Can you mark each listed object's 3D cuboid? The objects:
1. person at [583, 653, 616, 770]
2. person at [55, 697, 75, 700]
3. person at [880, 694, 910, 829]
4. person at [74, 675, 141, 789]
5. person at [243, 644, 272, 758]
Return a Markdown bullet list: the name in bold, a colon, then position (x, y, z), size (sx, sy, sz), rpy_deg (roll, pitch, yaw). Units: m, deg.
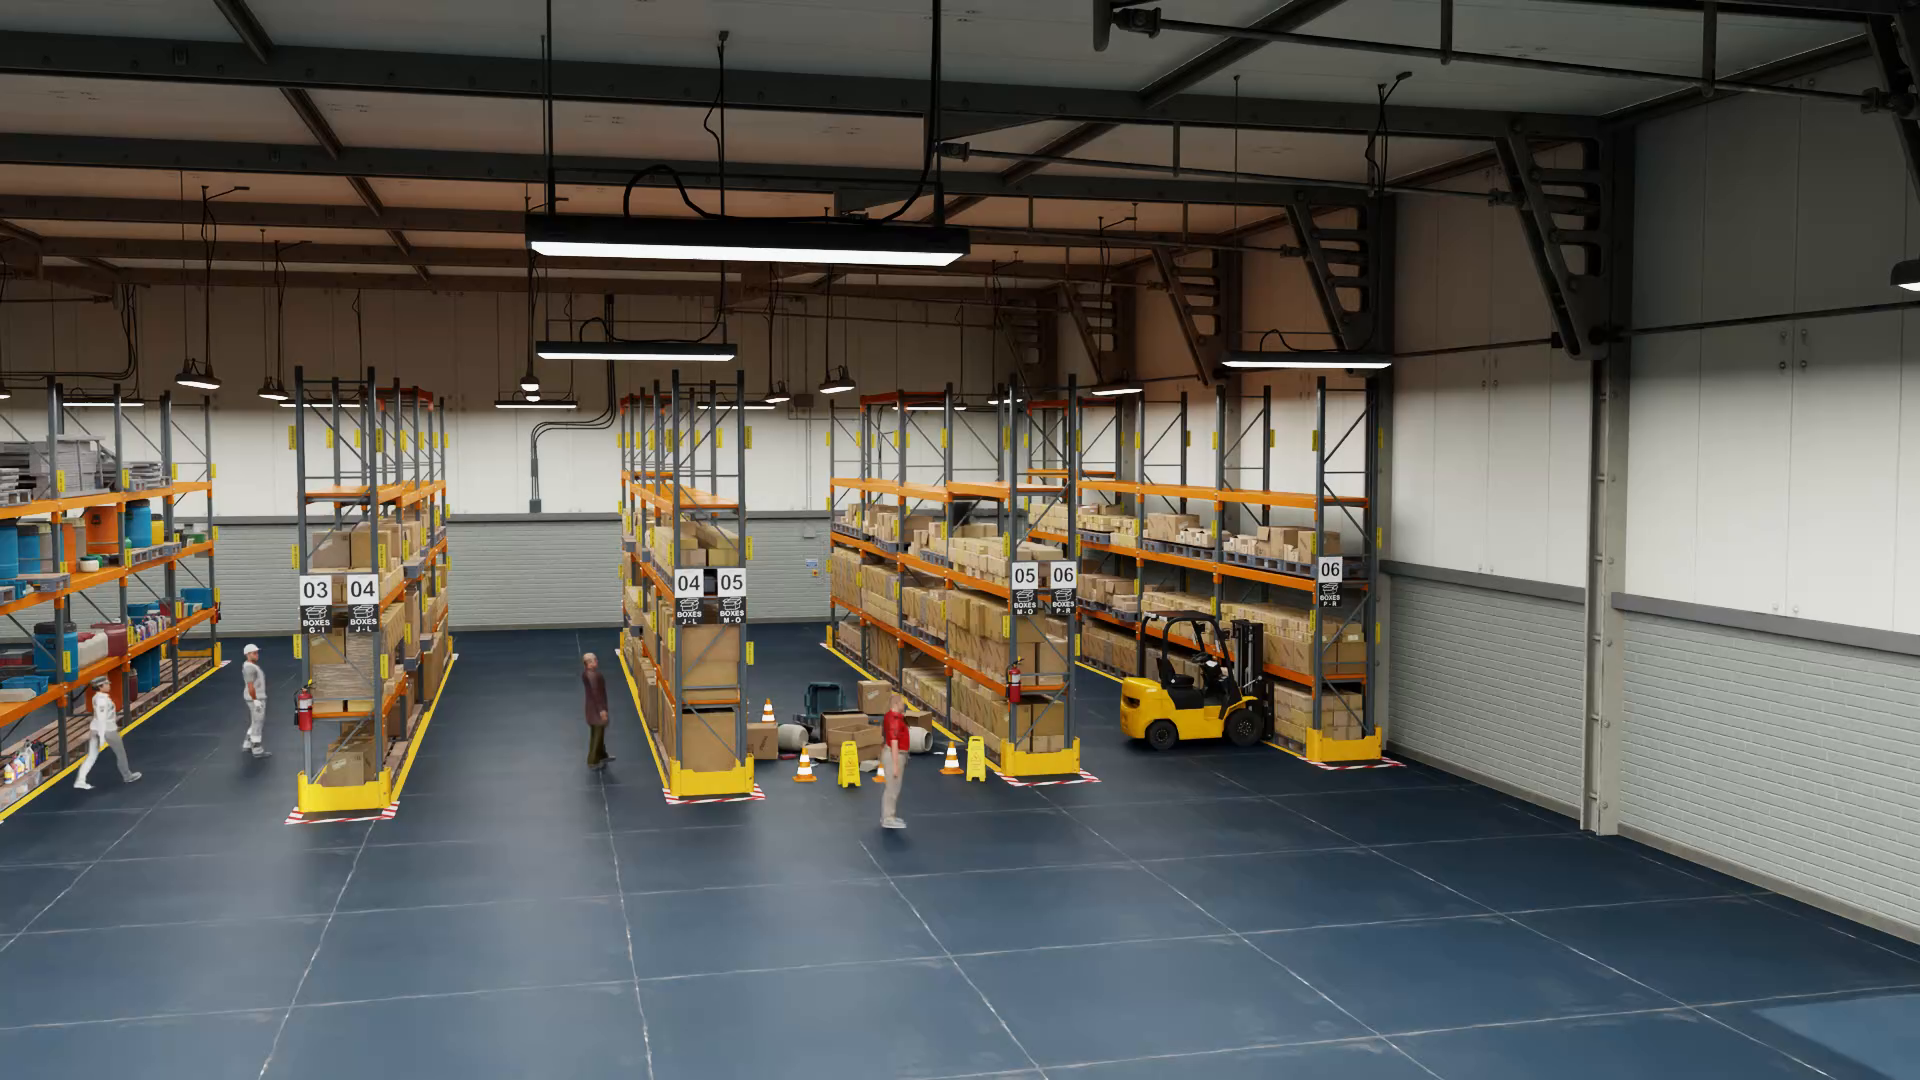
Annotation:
- **person**: position (-5.507, 2.601, 25.527), size (0.633, 1.771, 0.605), rpy_deg (-3, 4, -39)
- **person**: position (-17.231, 2.264, 31.918), size (0.421, 1.648, 0.535), rpy_deg (-2, 4, -24)
- **person**: position (-0.837, 2.854, 21.528), size (0.374, 1.733, 0.646), rpy_deg (-1, 3, -11)
- **person**: position (-12.339, 2.750, 23.976), size (0.434, 1.621, 1.053), rpy_deg (1, 4, 17)
- **person**: position (-11.112, 2.534, 26.256), size (0.431, 1.795, 0.567), rpy_deg (-3, 4, -38)
